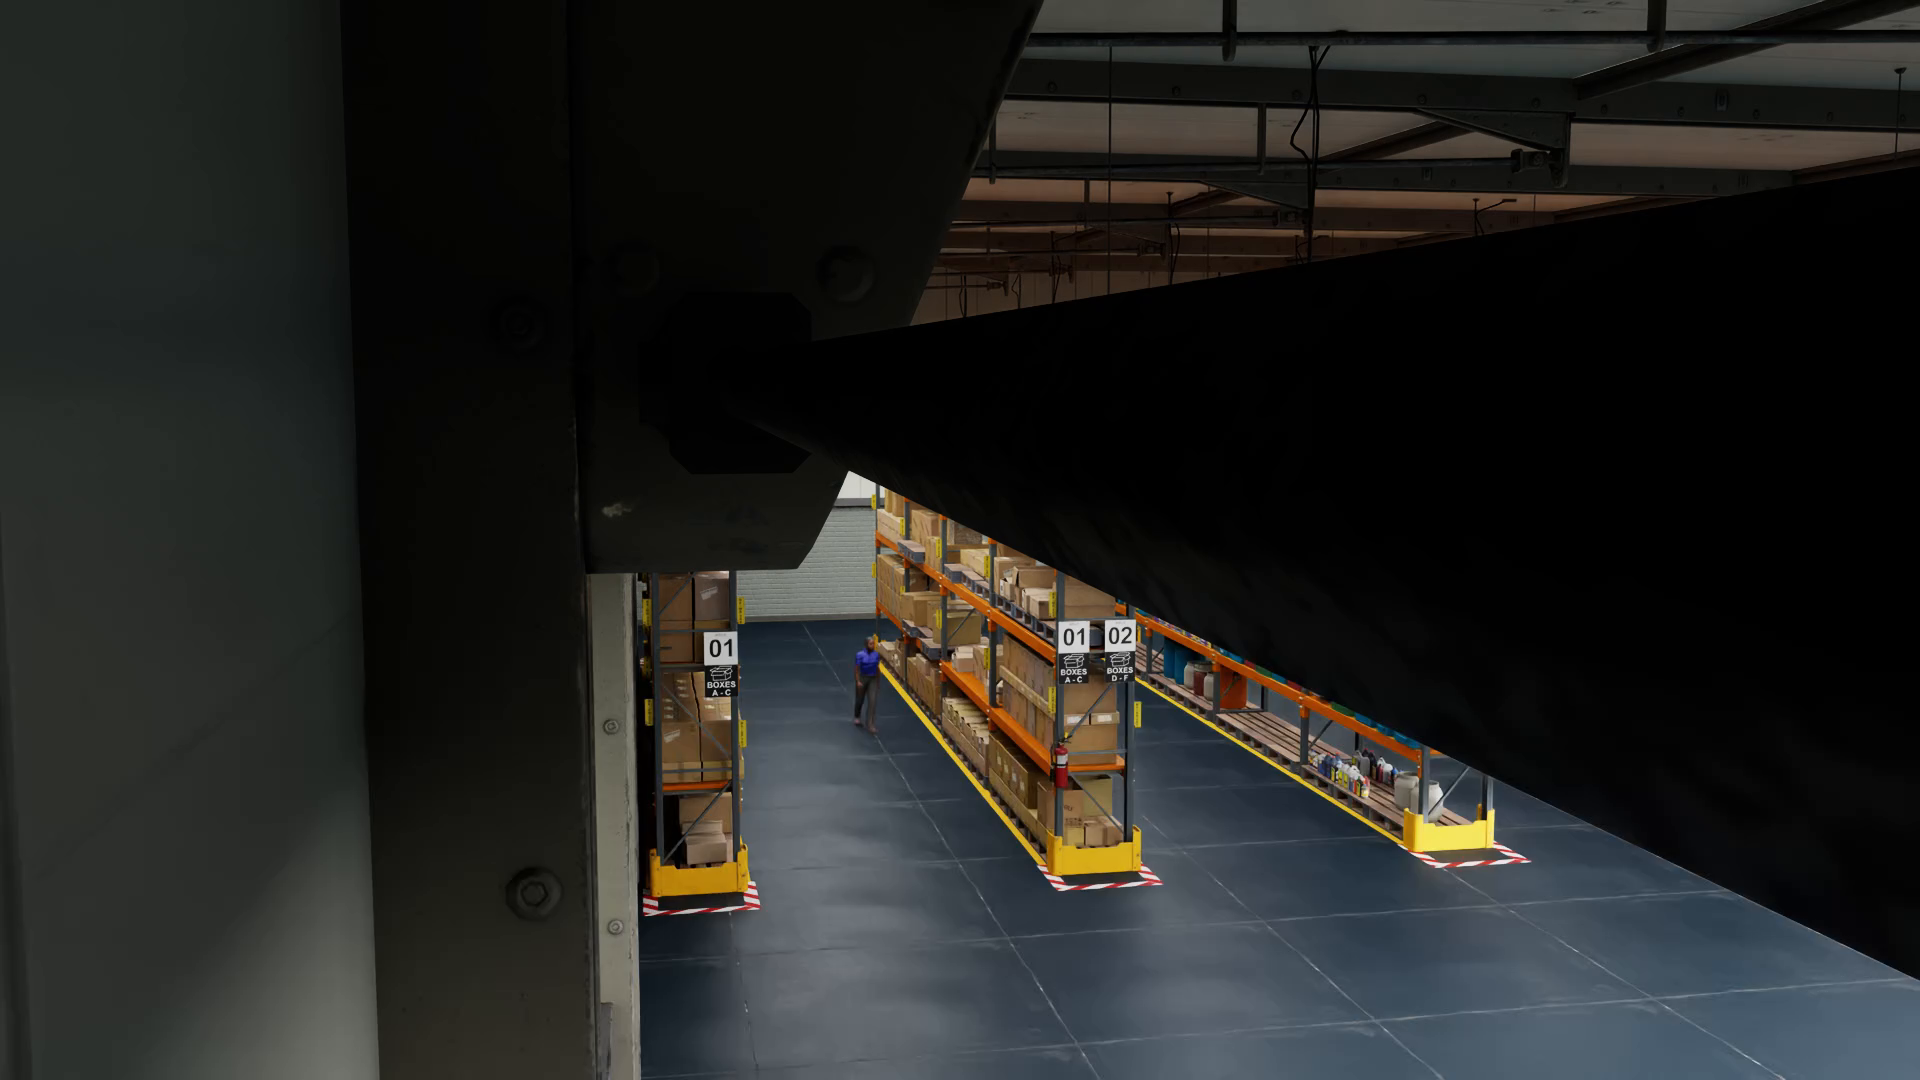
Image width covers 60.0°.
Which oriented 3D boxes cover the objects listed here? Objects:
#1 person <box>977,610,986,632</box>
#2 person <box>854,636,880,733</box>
[{"bbox_3d":[0.438,1.699,36.815,0.585,1.679,0.992,-4,7,-32],"label":"person"},{"bbox_3d":[-1.622,2.521,29.349,0.543,1.641,0.795,-3,7,-27],"label":"person"}]
